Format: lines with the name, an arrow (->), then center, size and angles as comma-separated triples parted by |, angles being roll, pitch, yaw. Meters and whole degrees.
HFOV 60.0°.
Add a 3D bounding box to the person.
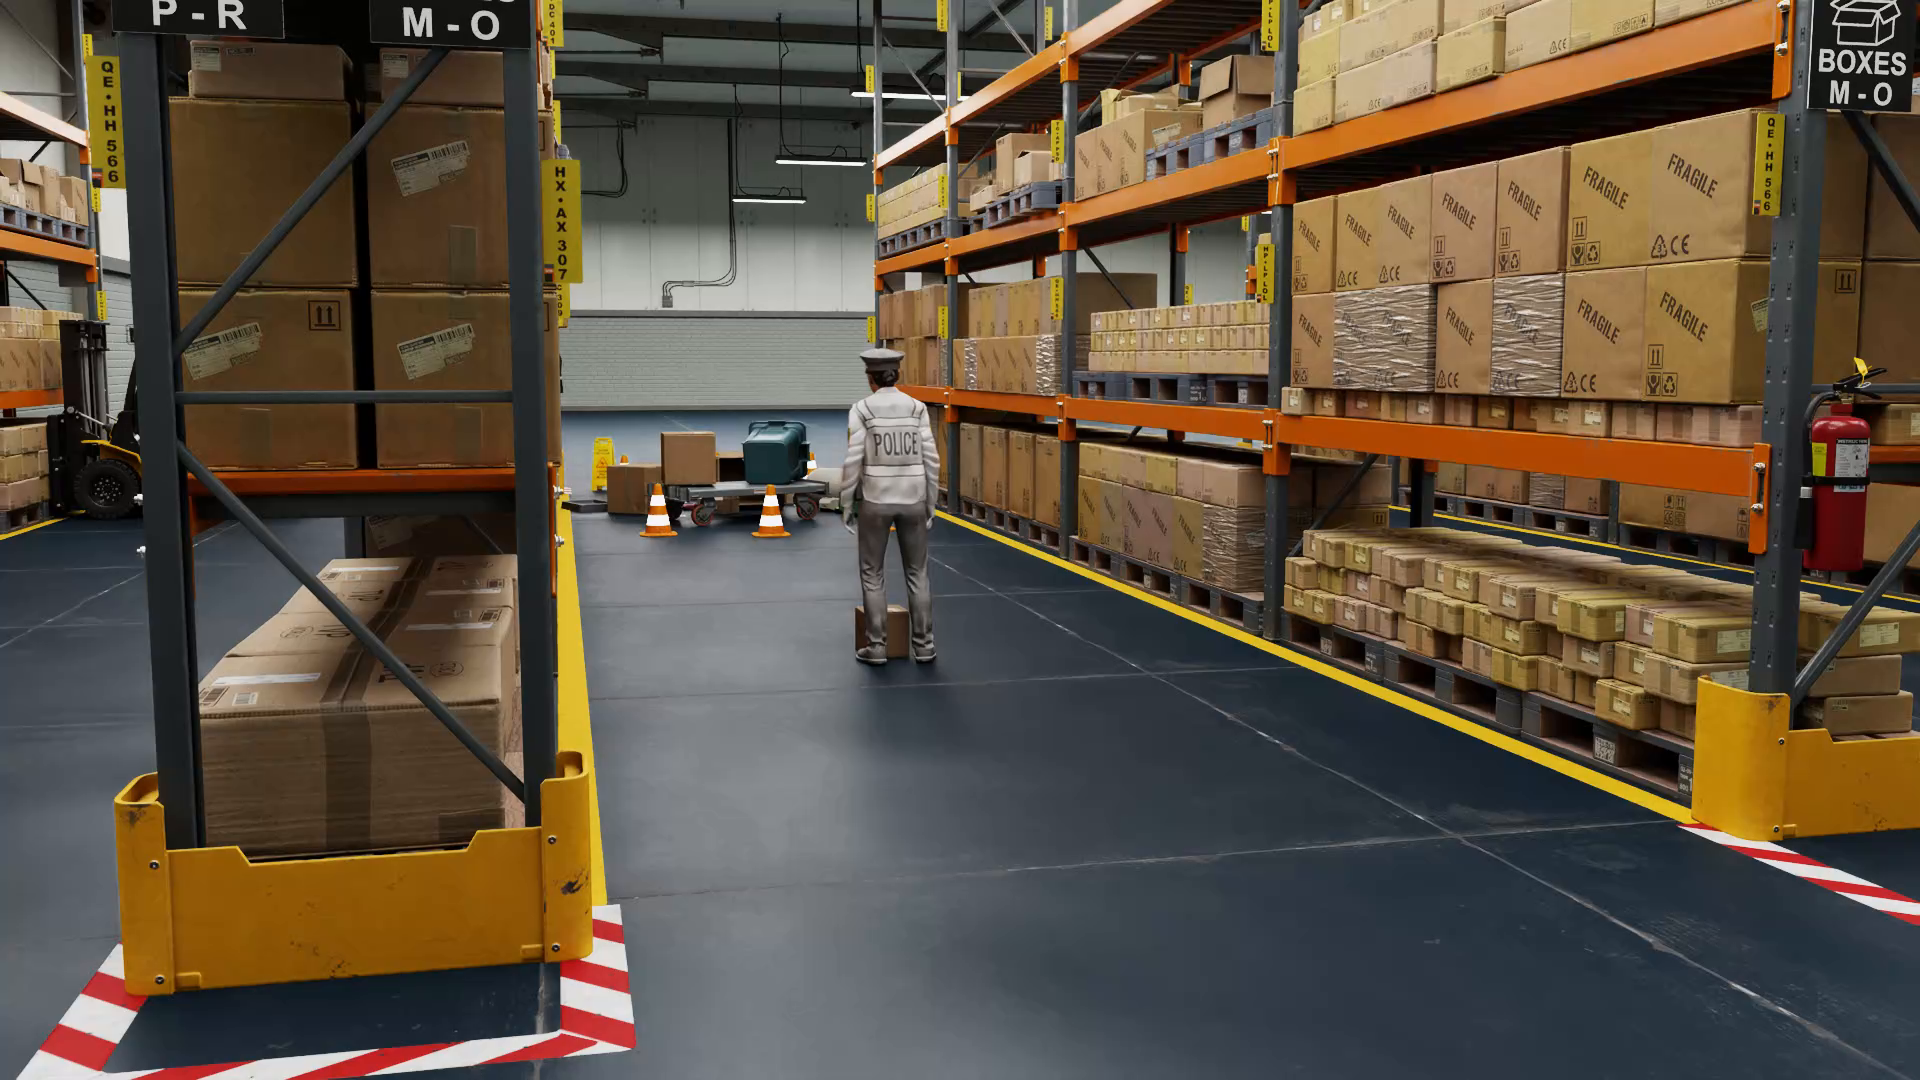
person -> -0.368, -0.177, 8.784 | 0.545, 1.663, 0.376 | -2, 7, -17
